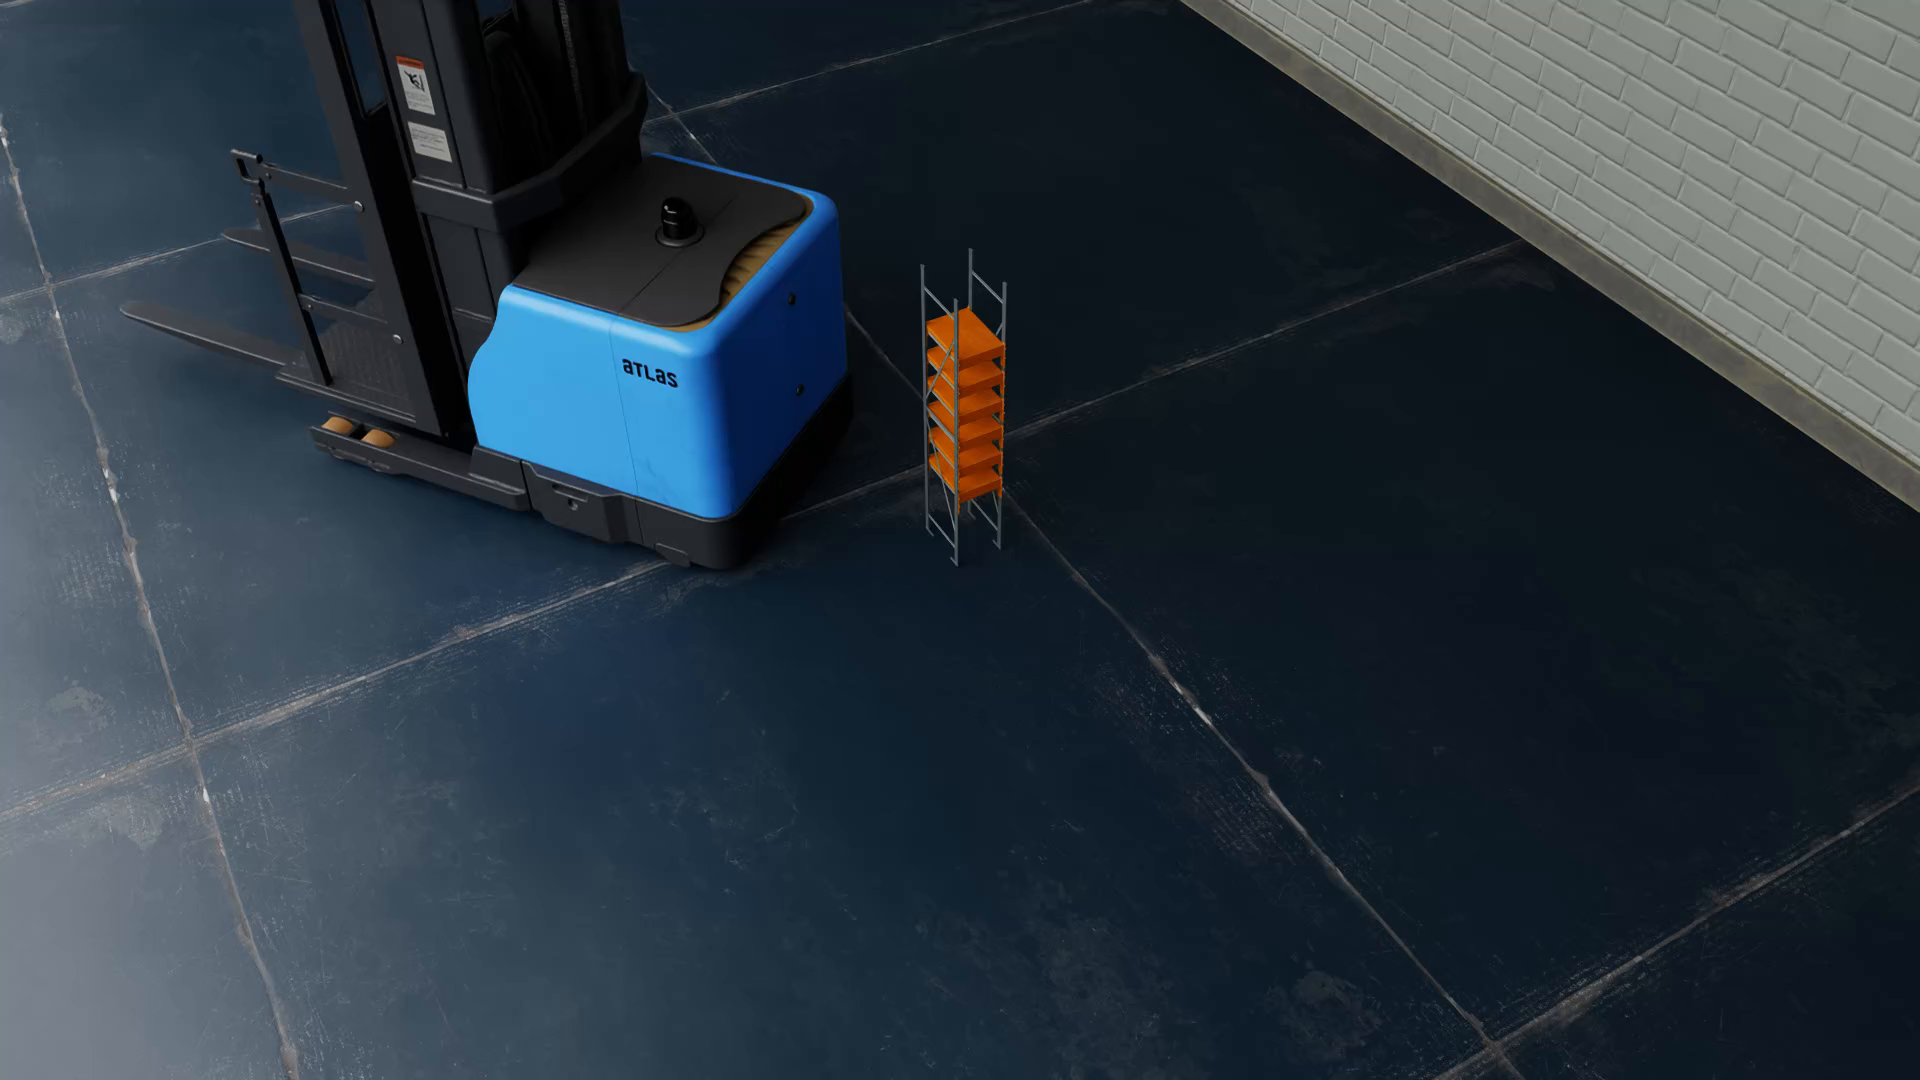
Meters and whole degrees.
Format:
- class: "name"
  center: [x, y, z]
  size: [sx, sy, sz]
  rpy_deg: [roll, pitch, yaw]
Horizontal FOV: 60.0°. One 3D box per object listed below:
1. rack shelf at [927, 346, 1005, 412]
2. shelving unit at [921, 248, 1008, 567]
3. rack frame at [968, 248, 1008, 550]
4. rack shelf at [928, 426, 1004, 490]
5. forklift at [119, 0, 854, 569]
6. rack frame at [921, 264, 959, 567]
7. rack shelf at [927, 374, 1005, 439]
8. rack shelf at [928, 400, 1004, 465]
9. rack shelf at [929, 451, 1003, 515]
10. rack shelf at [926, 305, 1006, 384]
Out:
- class: "rack shelf"
  center: [0.013, -0.576, 5.701]
  size: [0.180, 0.103, 0.258]
  rpy_deg: [-22, 48, -21]
- class: "shelving unit"
  center: [0.013, -0.436, 5.837]
  size: [0.189, 1.200, 0.258]
  rpy_deg: [-22, 48, -21]
- class: "rack frame"
  center: [0.092, -0.467, 5.870]
  size: [0.006, 1.200, 0.240]
  rpy_deg: [-22, 48, -21]
- class: "rack shelf"
  center: [0.013, -0.318, 5.952]
  size: [0.180, 0.103, 0.258]
  rpy_deg: [-22, 48, -21]
- class: "forklift"
  center: [-1.987, -1.634, 5.830]
  size: [3.031, 2.935, 1.130]
  rpy_deg: [17, 47, 17]
- class: "rack frame"
  center: [-0.067, -0.404, 5.805]
  size: [0.006, 1.200, 0.240]
  rpy_deg: [-22, 48, -21]
- class: "rack shelf"
  center: [0.013, -0.490, 5.785]
  size: [0.180, 0.103, 0.258]
  rpy_deg: [-22, 48, -21]
- class: "rack shelf"
  center: [0.013, -0.404, 5.868]
  size: [0.180, 0.103, 0.258]
  rpy_deg: [-22, 48, -21]
- class: "rack shelf"
  center: [0.013, -0.231, 6.035]
  size: [0.180, 0.103, 0.258]
  rpy_deg: [-22, 48, -21]
- class: "rack shelf"
  center: [0.013, -0.662, 5.618]
  size: [0.180, 0.103, 0.258]
  rpy_deg: [-22, 48, -21]
